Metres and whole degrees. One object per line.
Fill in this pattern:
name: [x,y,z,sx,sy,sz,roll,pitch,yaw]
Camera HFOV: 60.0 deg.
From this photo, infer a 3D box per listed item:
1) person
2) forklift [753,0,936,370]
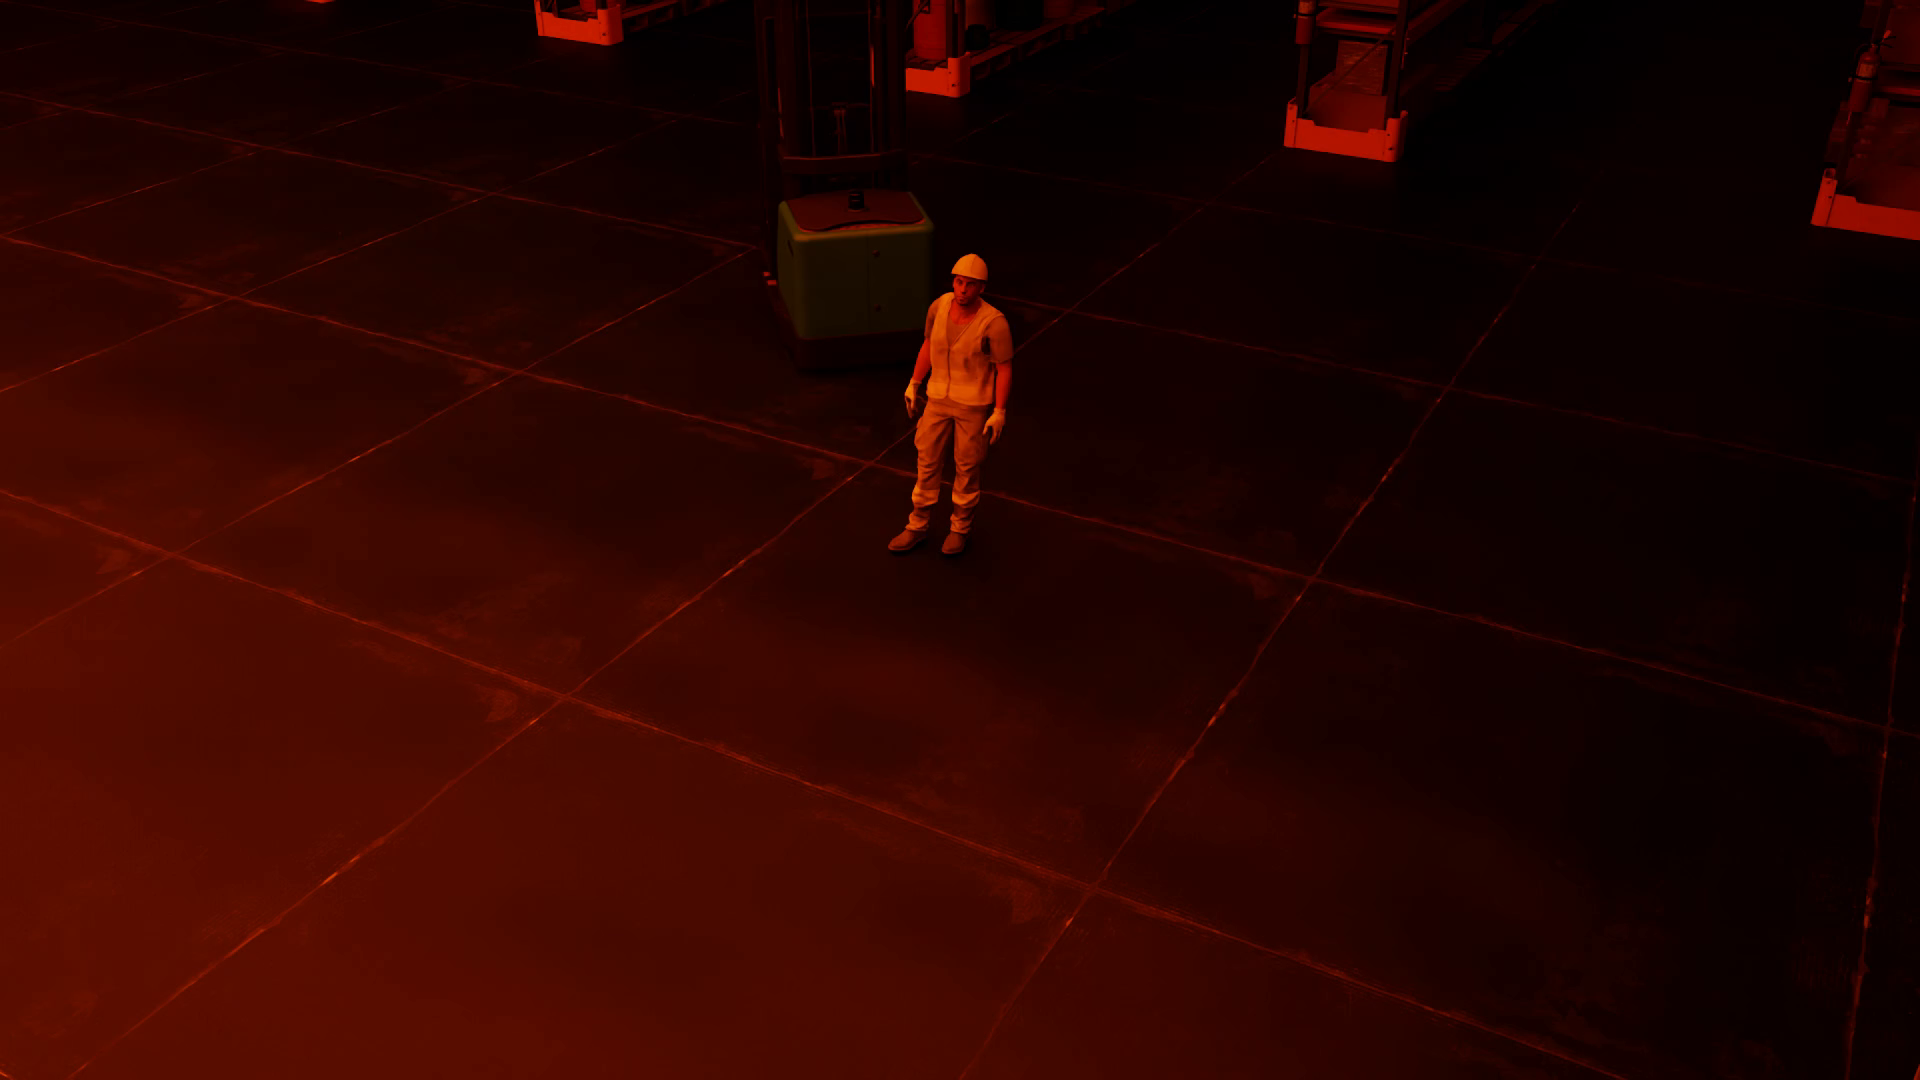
person: [-0.049,-0.749,9.497,0.637,1.787,0.564,15,33,25]
forklift: [-1.001,-3.220,12.650,1.130,2.935,3.031,-7,31,-12]
